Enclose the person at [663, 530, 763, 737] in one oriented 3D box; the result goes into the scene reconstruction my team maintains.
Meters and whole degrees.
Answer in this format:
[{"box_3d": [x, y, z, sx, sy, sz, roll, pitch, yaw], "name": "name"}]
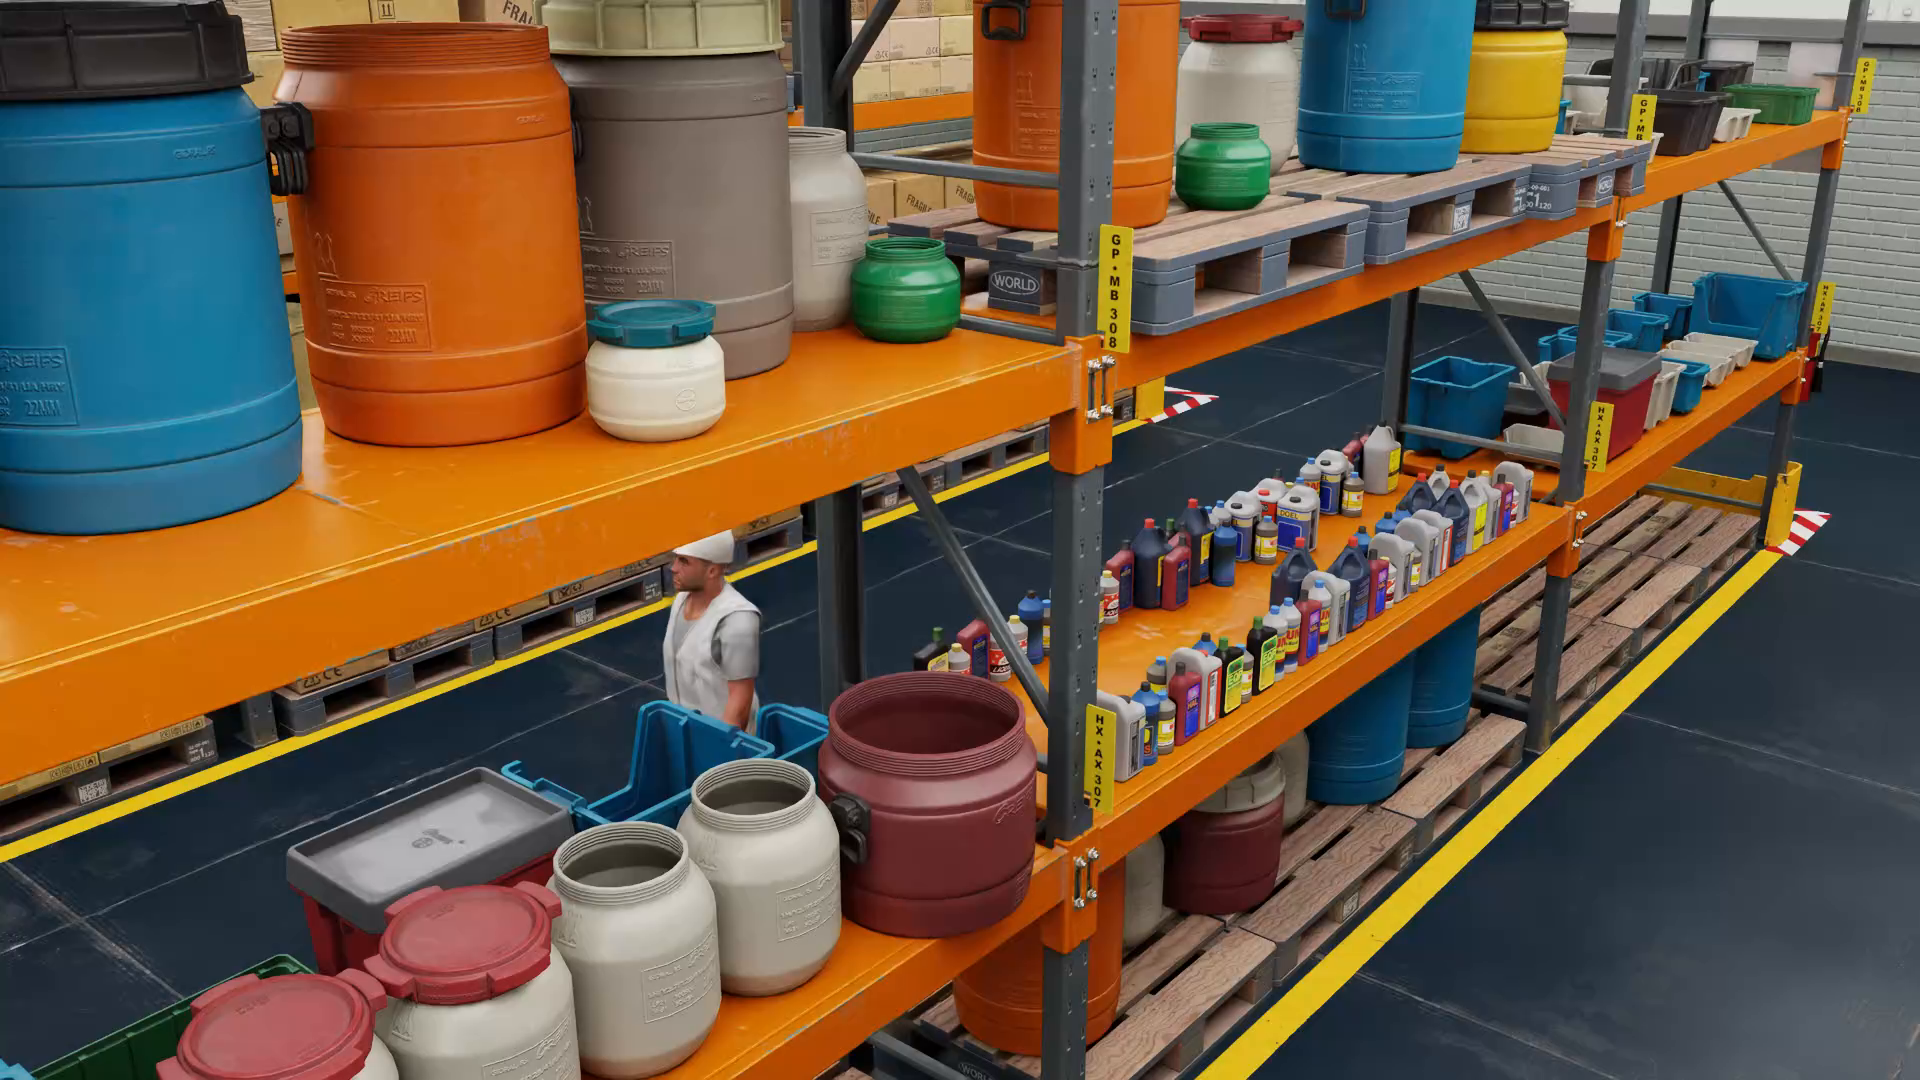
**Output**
[{"box_3d": [-0.920, 0.751, 6.458, 1.010, 1.750, 0.567, -18, 26, -40], "name": "person"}]
